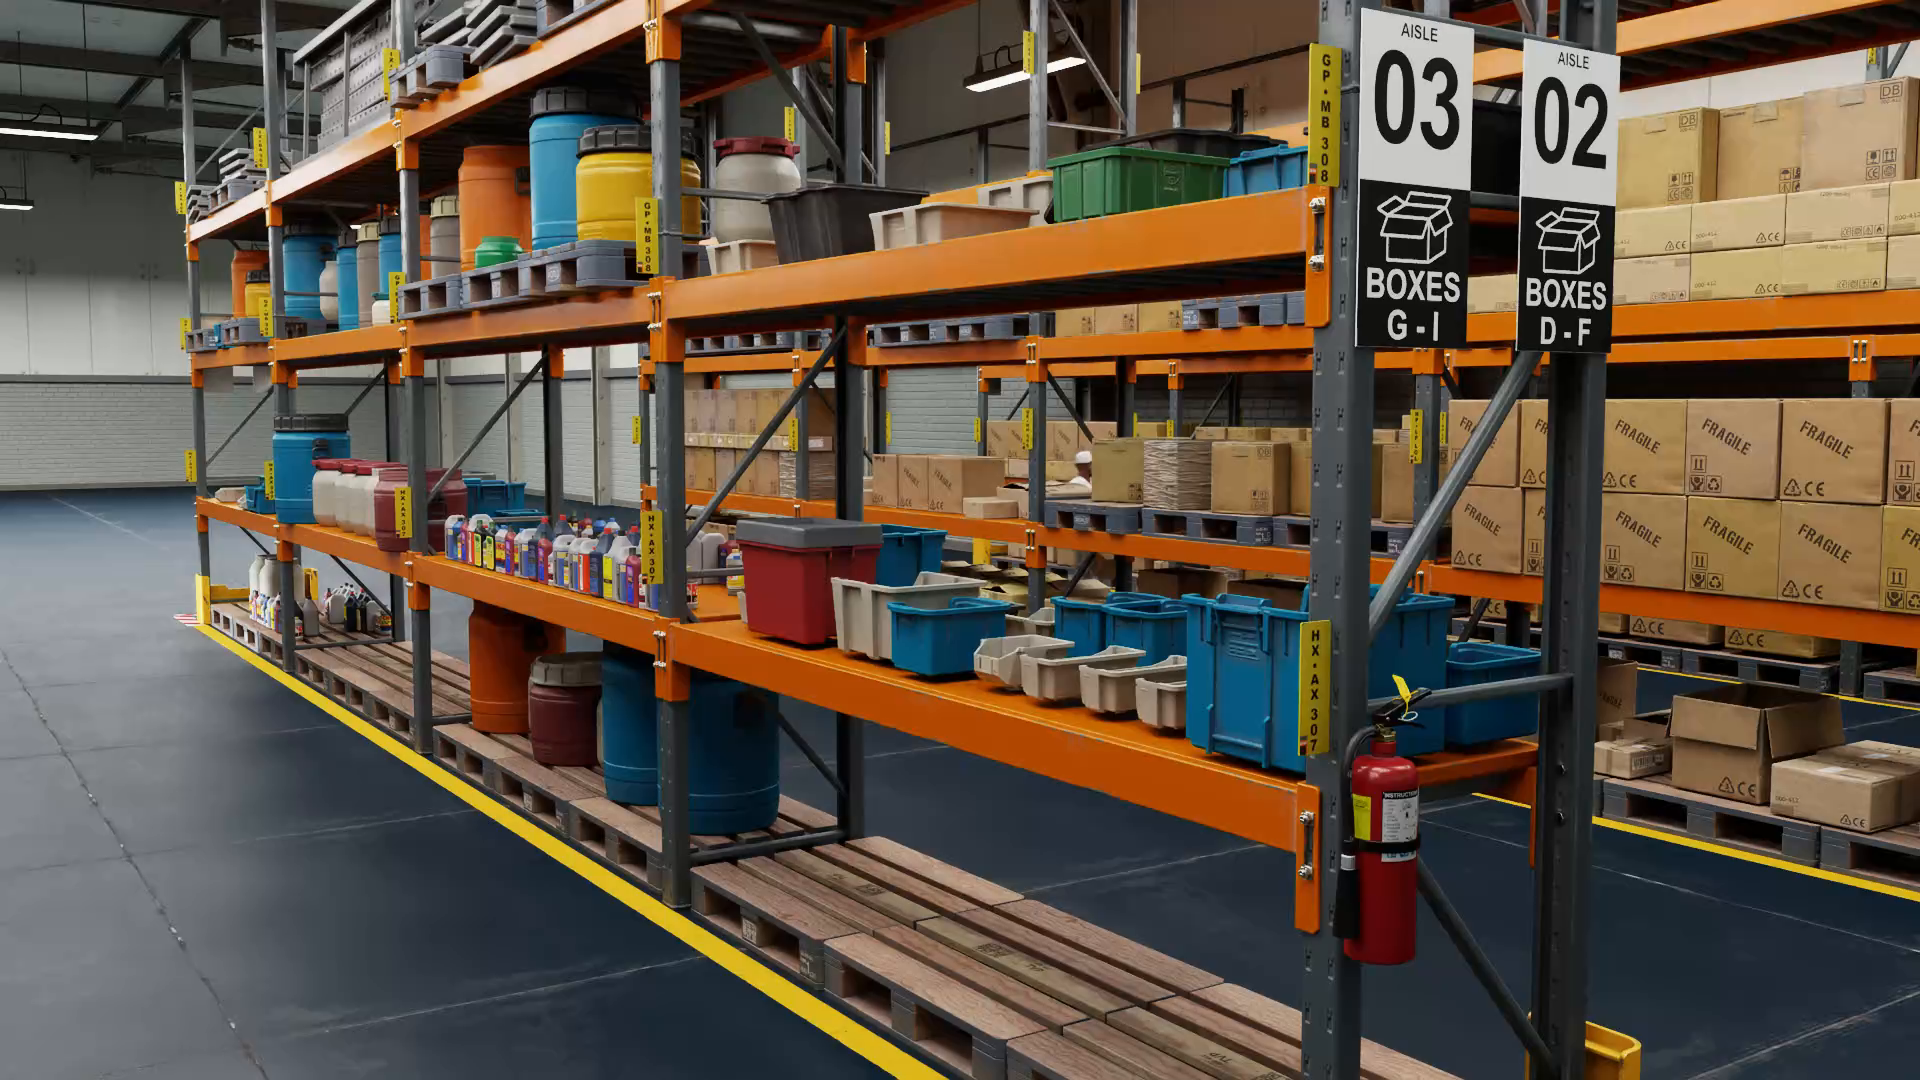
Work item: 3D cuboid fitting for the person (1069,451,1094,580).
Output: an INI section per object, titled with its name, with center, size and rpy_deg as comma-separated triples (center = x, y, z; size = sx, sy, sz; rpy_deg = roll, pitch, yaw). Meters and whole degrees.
[person]
center = 1.369, -0.058, 17.731
size = 0.431, 1.768, 0.618
rpy_deg = 2, 5, 20
